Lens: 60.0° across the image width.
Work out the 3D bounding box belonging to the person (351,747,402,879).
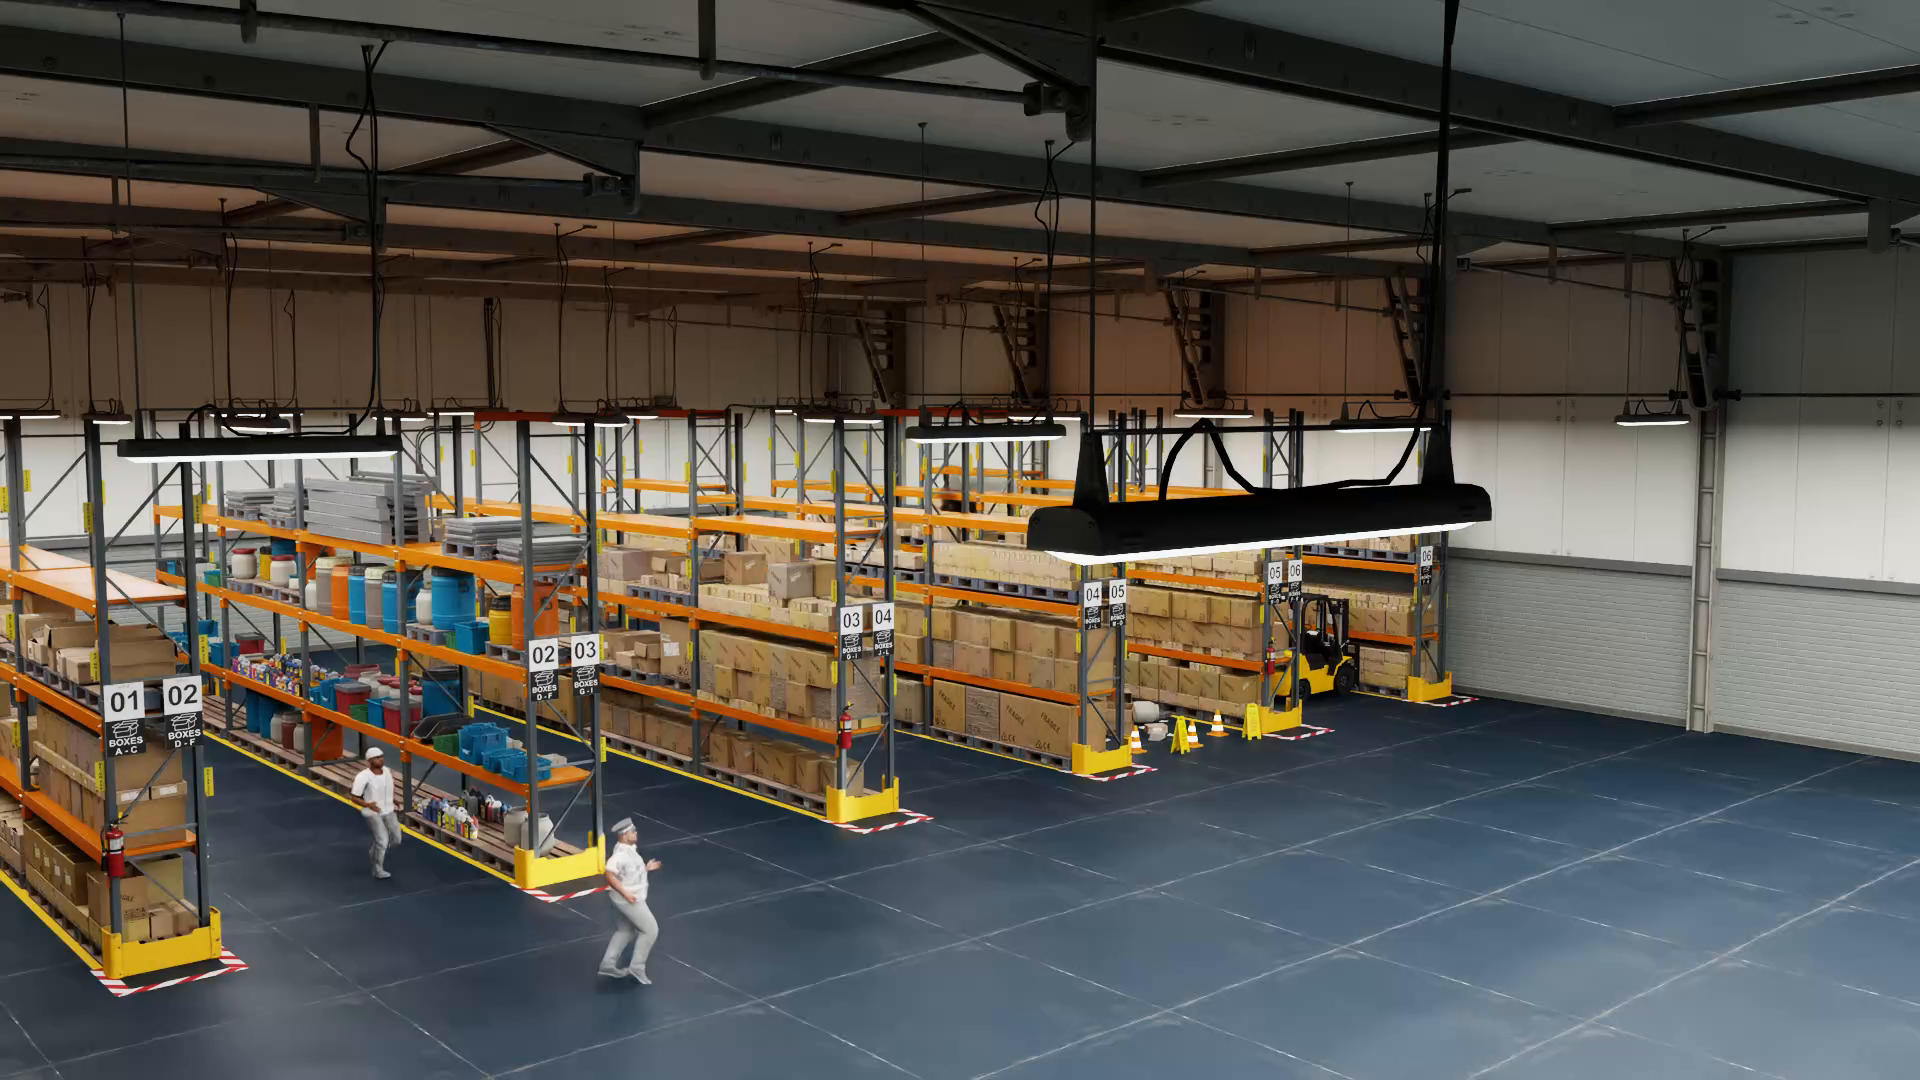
[{"bbox_3d":[-7.581,3.562,21.737,0.564,1.719,0.695,3,6,31],"label":"person"}]

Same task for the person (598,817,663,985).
[{"bbox_3d":[-3.535,3.891,17.883,0.719,1.845,0.639,-2,5,-19],"label":"person"}]
